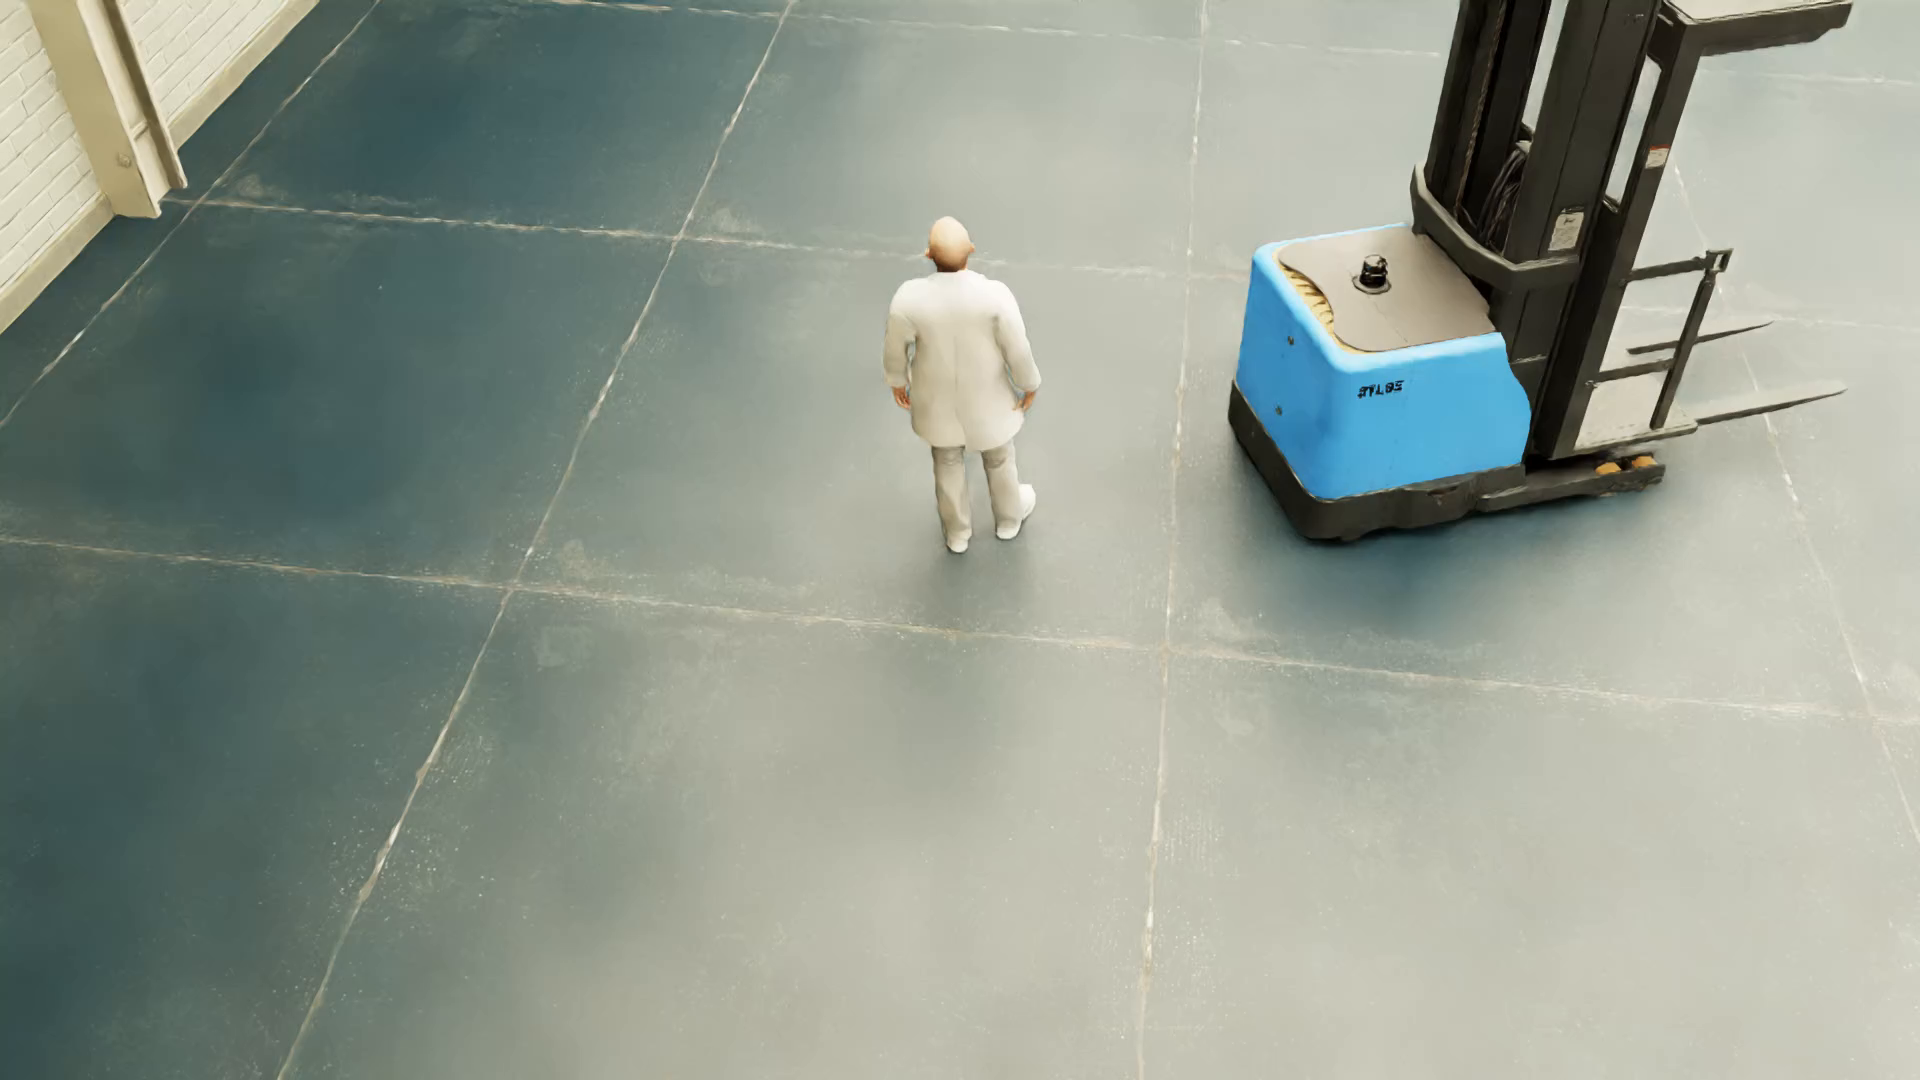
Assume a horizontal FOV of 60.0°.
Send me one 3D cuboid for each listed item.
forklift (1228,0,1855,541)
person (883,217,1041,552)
[{"bbox_3d":[2.937,-1.627,7.496,3.031,2.935,1.130,-11,44,-11],"label":"forklift"},{"bbox_3d":[0.017,-0.720,7.351,0.694,1.776,0.579,5,43,6],"label":"person"}]
